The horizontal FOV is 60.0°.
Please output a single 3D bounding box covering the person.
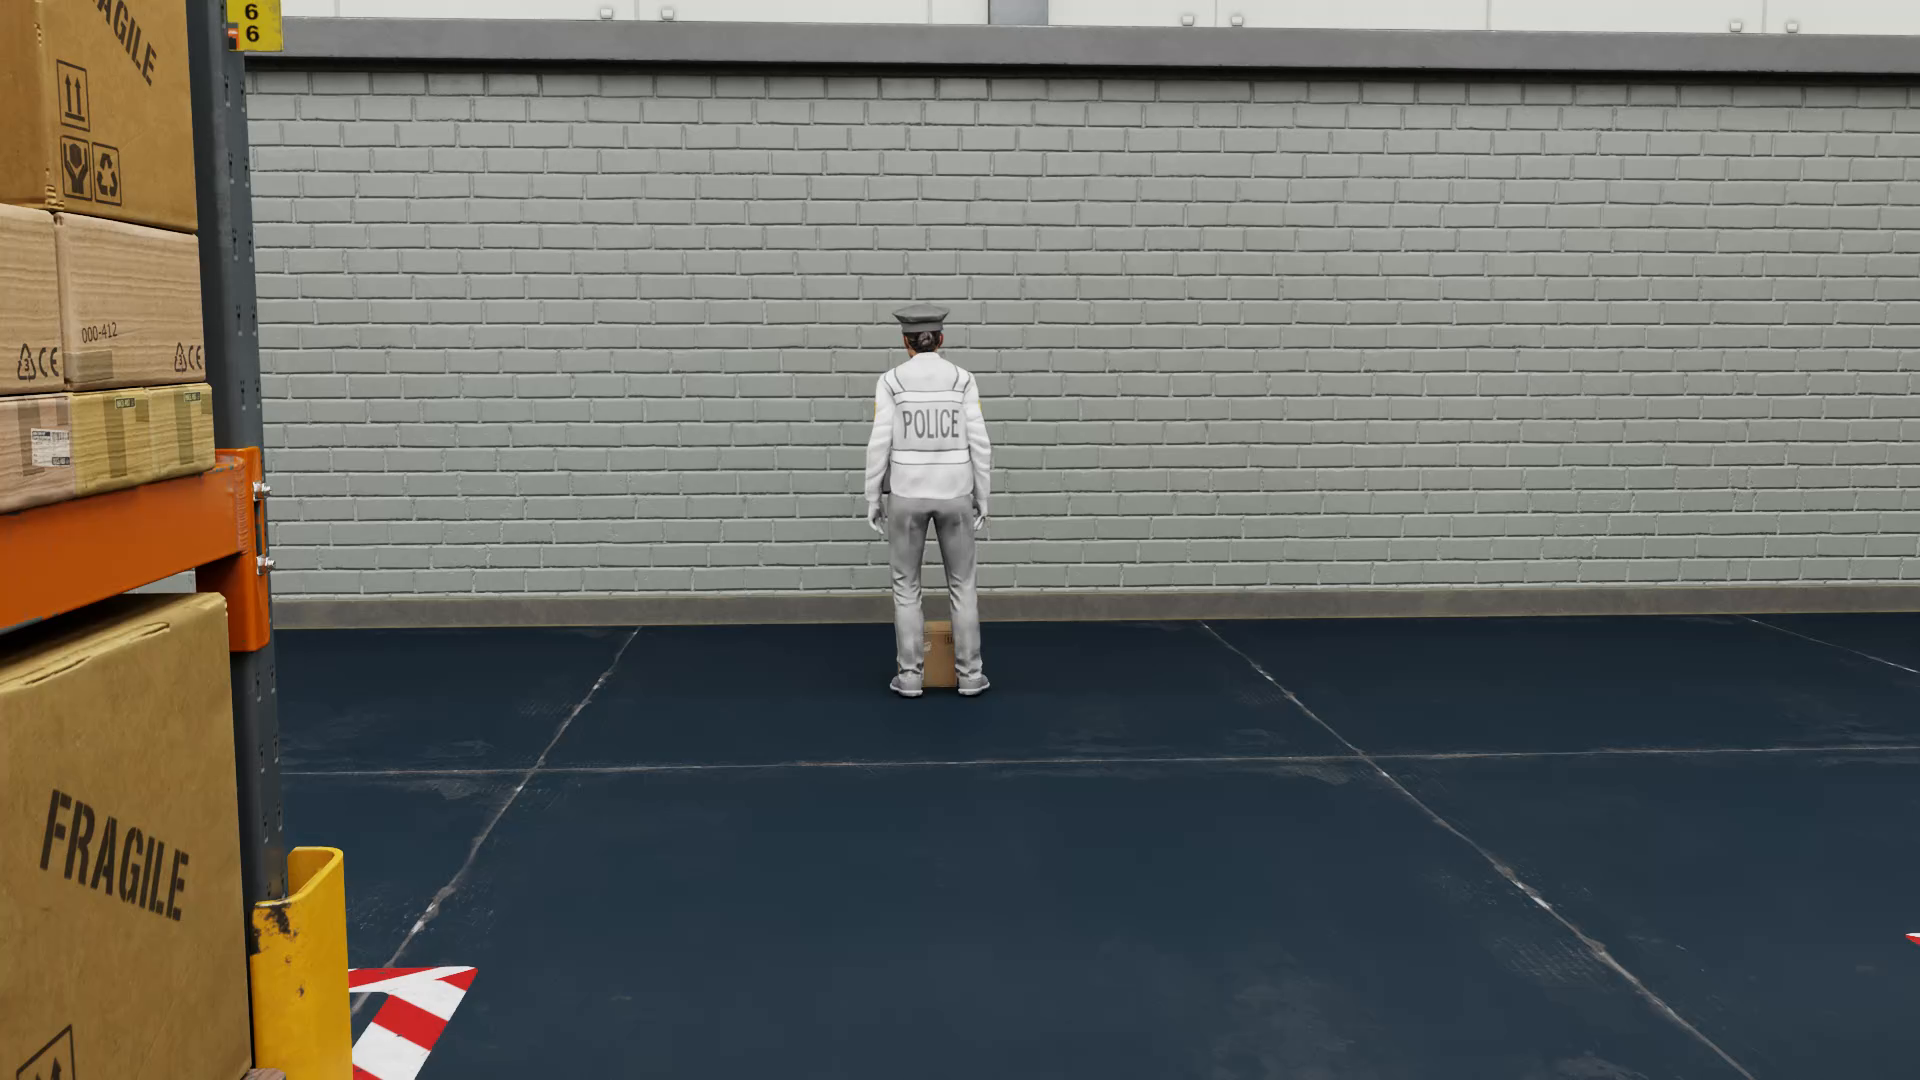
[{"bbox_3d":[-0.133,-0.165,7.077,0.547,1.666,0.371,-1,7,-7],"label":"person"}]
